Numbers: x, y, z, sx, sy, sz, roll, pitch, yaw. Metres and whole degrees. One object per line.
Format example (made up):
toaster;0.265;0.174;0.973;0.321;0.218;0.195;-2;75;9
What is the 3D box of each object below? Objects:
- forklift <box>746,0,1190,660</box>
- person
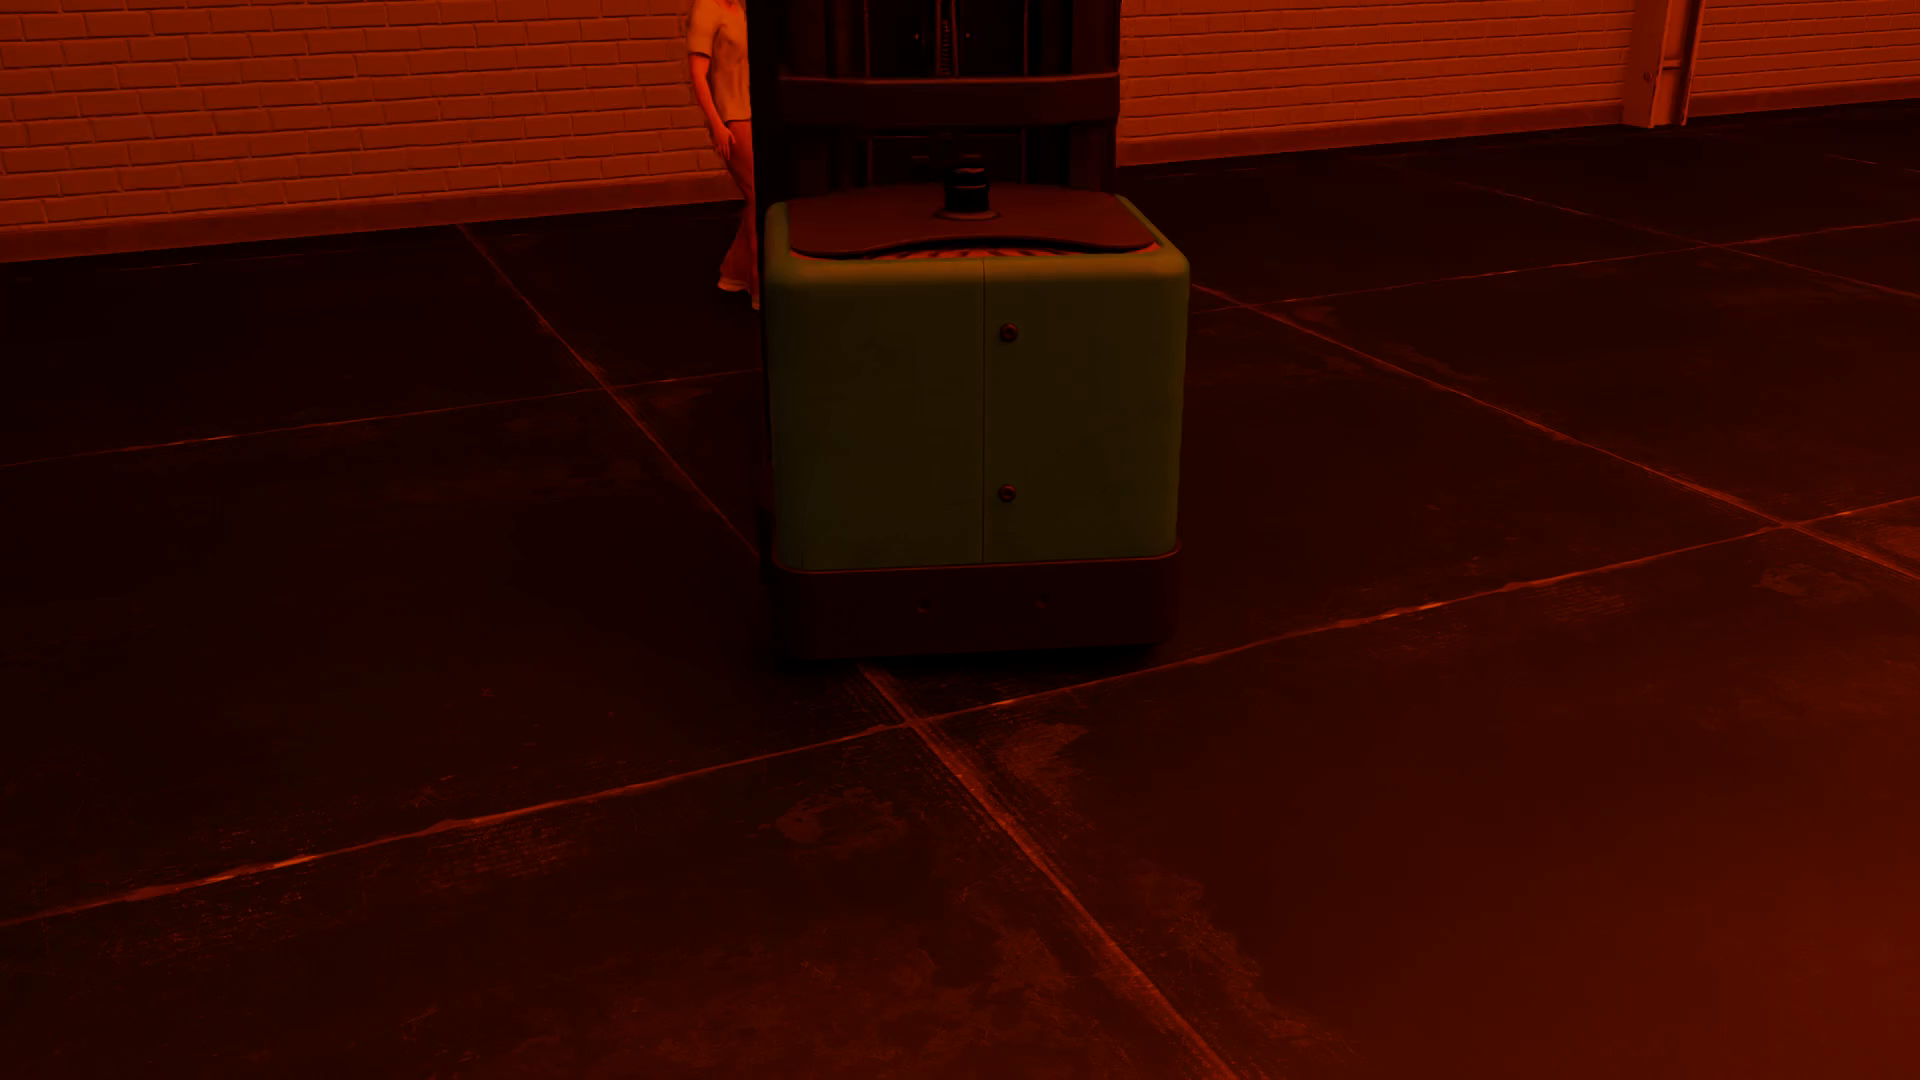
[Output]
forklift;-0.103;-1.579;5.087;1.130;2.935;3.031;-2;23;-6
person;-0.928;-1.880;7.518;0.622;1.635;0.622;6;23;15
